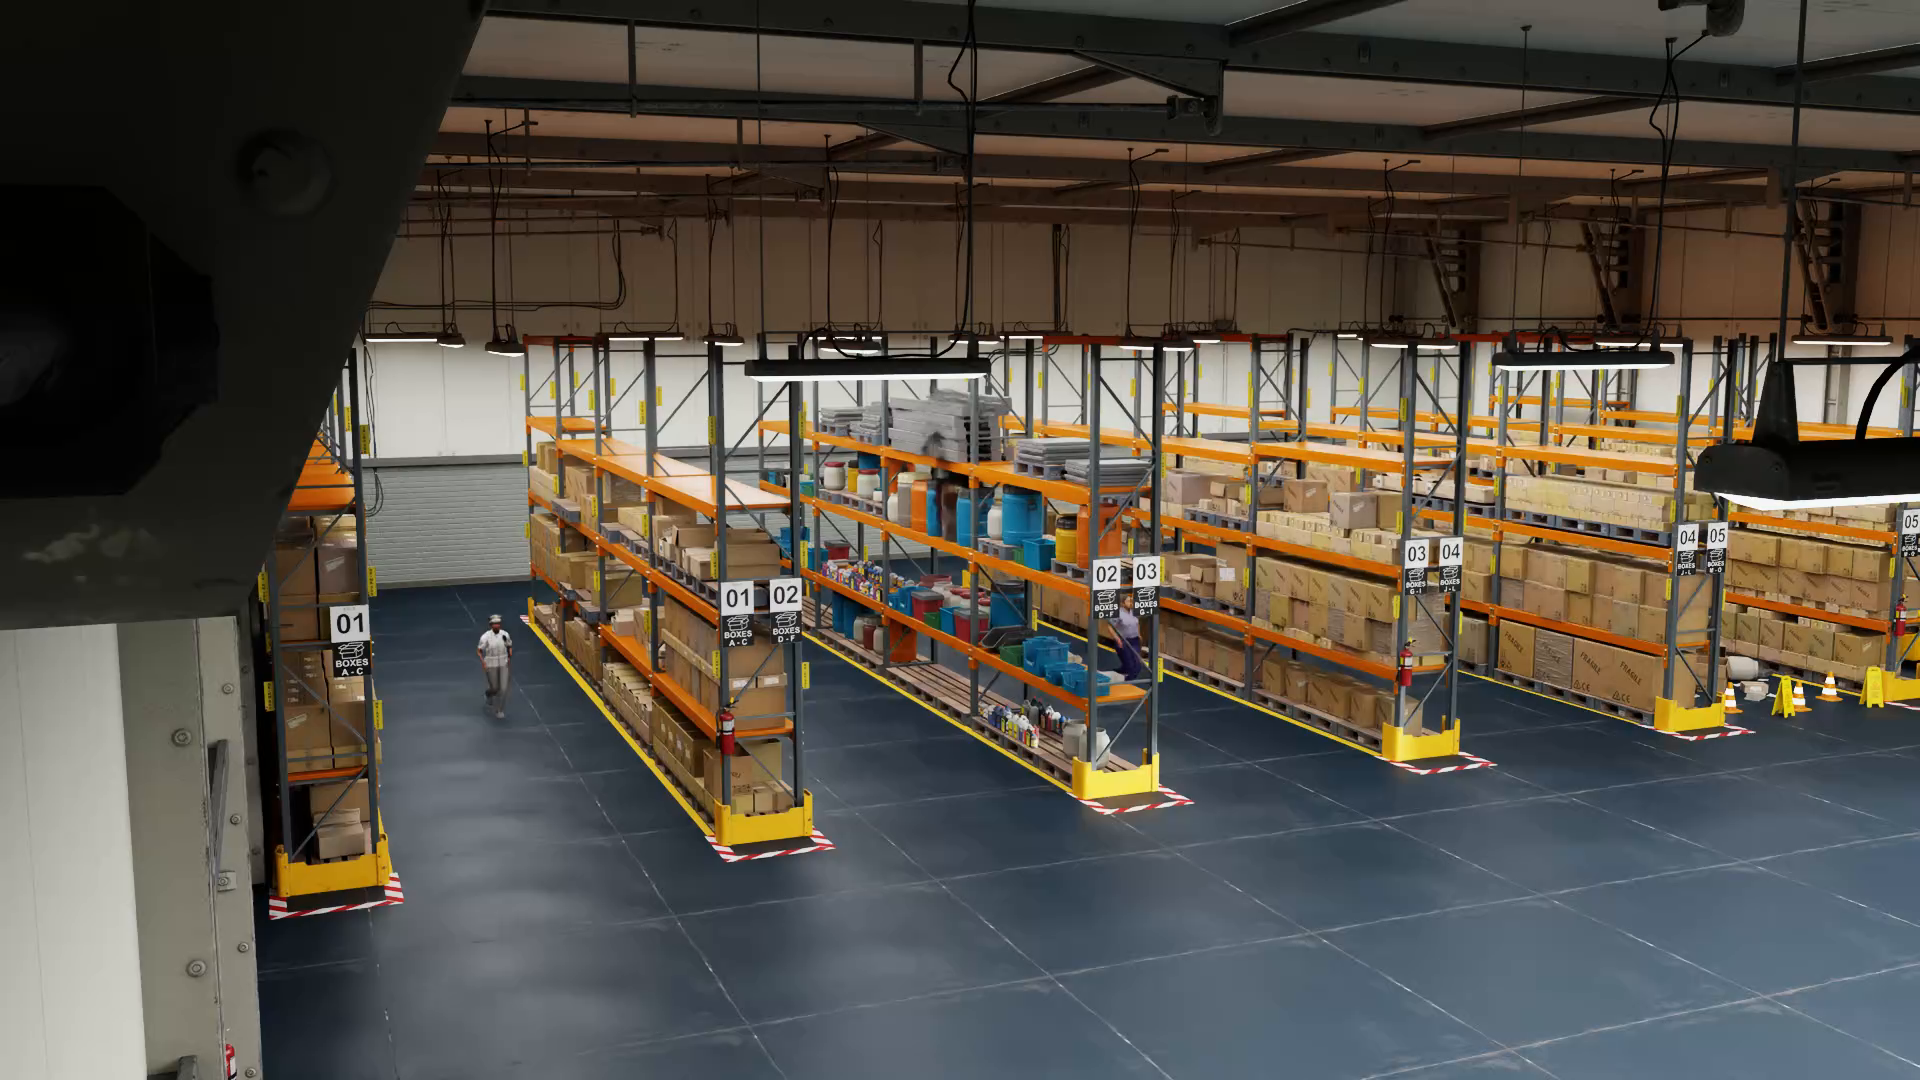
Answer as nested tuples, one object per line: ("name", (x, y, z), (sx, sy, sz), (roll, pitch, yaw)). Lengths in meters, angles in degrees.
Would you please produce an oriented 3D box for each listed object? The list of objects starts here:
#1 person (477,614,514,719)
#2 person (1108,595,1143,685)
("person", (-7.414, 1.996, 26.594), (0.582, 1.665, 0.578), (-4, 9, -30))
("person", (2.707, 1.685, 26.999), (0.614, 1.600, 0.526), (-5, 9, -32))
